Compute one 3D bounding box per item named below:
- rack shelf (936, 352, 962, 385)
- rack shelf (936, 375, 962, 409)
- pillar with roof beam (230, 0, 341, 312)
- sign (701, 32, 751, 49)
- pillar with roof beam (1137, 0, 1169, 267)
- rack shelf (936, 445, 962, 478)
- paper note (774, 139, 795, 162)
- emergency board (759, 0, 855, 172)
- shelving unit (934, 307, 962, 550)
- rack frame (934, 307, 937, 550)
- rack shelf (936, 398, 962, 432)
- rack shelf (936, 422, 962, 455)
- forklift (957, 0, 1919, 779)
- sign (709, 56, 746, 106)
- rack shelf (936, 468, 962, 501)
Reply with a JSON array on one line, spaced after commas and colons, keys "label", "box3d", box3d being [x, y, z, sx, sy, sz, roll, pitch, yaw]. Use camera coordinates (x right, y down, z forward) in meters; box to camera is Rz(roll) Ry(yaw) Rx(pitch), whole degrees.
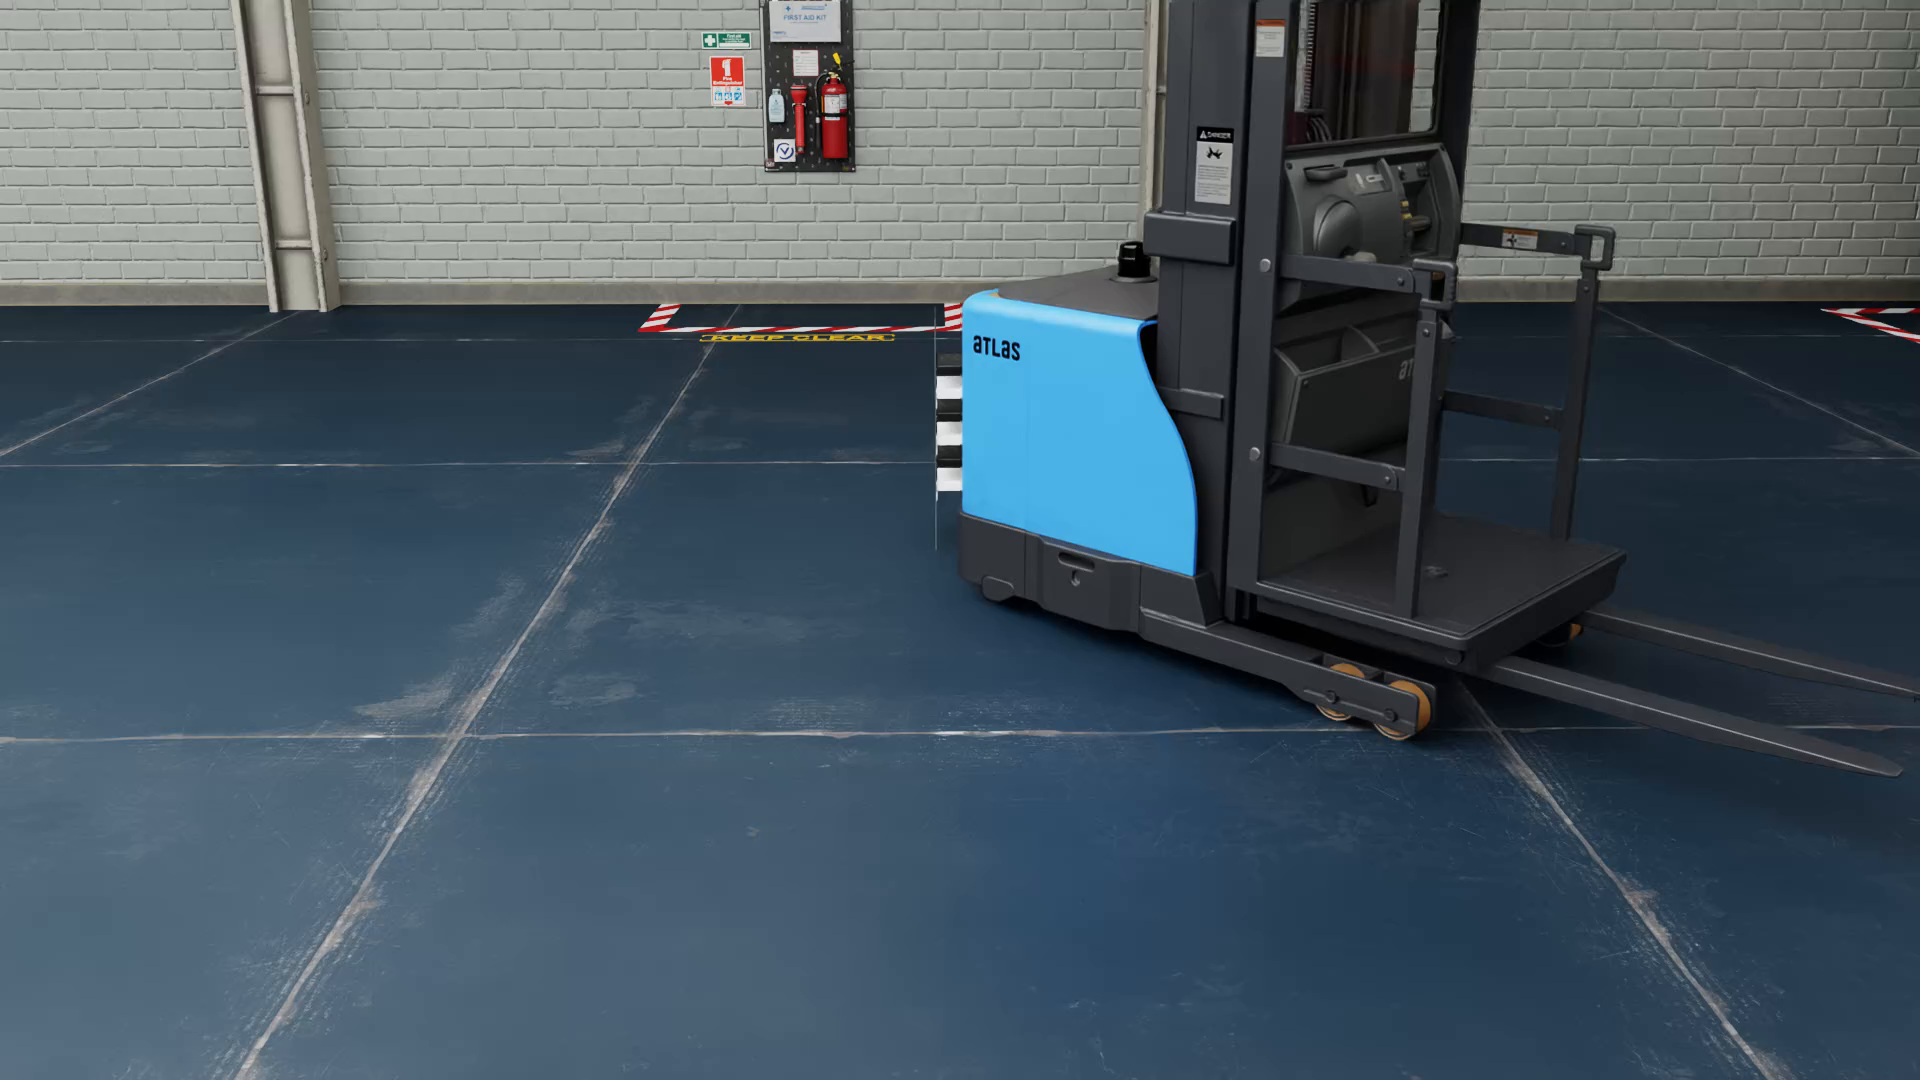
[{"label": "rack shelf", "box3d": [0.008, -0.654, 6.338, 0.200, 0.077, 0.258, 0, 18, -1]}, {"label": "rack shelf", "box3d": [0.008, -0.568, 6.365, 0.200, 0.077, 0.258, 0, 18, -1]}, {"label": "pillar with roof beam", "box3d": [-4.485, -4.586, 6.111, 0.400, 9.000, 9.100, 0, 18, -1]}, {"label": "sign", "box3d": [-1.575, -3.368, 11.211, 0.331, 0.109, 0.001, 0, 18, -1]}, {"label": "pillar with roof beam", "box3d": [1.514, -4.615, 6.201, 0.400, 9.000, 9.100, 0, 18, -1]}, {"label": "rack shelf", "box3d": [0.008, -0.311, 6.448, 0.200, 0.077, 0.258, 0, 18, -1]}, {"label": "paper note", "box3d": [-1.203, -2.674, 11.413, 0.142, 0.148, 0.016, 0, 18, -1]}, {"label": "emergency board", "box3d": [-1.025, -3.073, 11.216, 0.643, 1.169, 0.194, 0, 18, -1]}, {"label": "shelving unit", "box3d": [0.008, -0.429, 6.410, 0.210, 0.900, 0.258, 0, 18, -1]}, {"label": "rack frame", "box3d": [-0.094, -0.428, 6.409, 0.006, 0.900, 0.240, 0, 18, -1]}, {"label": "rack shelf", "box3d": [0.008, -0.482, 6.393, 0.200, 0.077, 0.258, 0, 18, -1]}, {"label": "rack shelf", "box3d": [0.008, -0.397, 6.420, 0.200, 0.077, 0.258, 0, 18, -1]}, {"label": "forklift", "box3d": [1.405, -1.002, 4.874, 3.031, 2.935, 1.130, 16, 24, 41]}, {"label": "sign", "box3d": [-1.579, -3.119, 11.300, 0.234, 0.329, 0.001, 0, 18, -1]}, {"label": "rack shelf", "box3d": [0.008, -0.225, 6.475, 0.200, 0.077, 0.258, 0, 18, -1]}]
